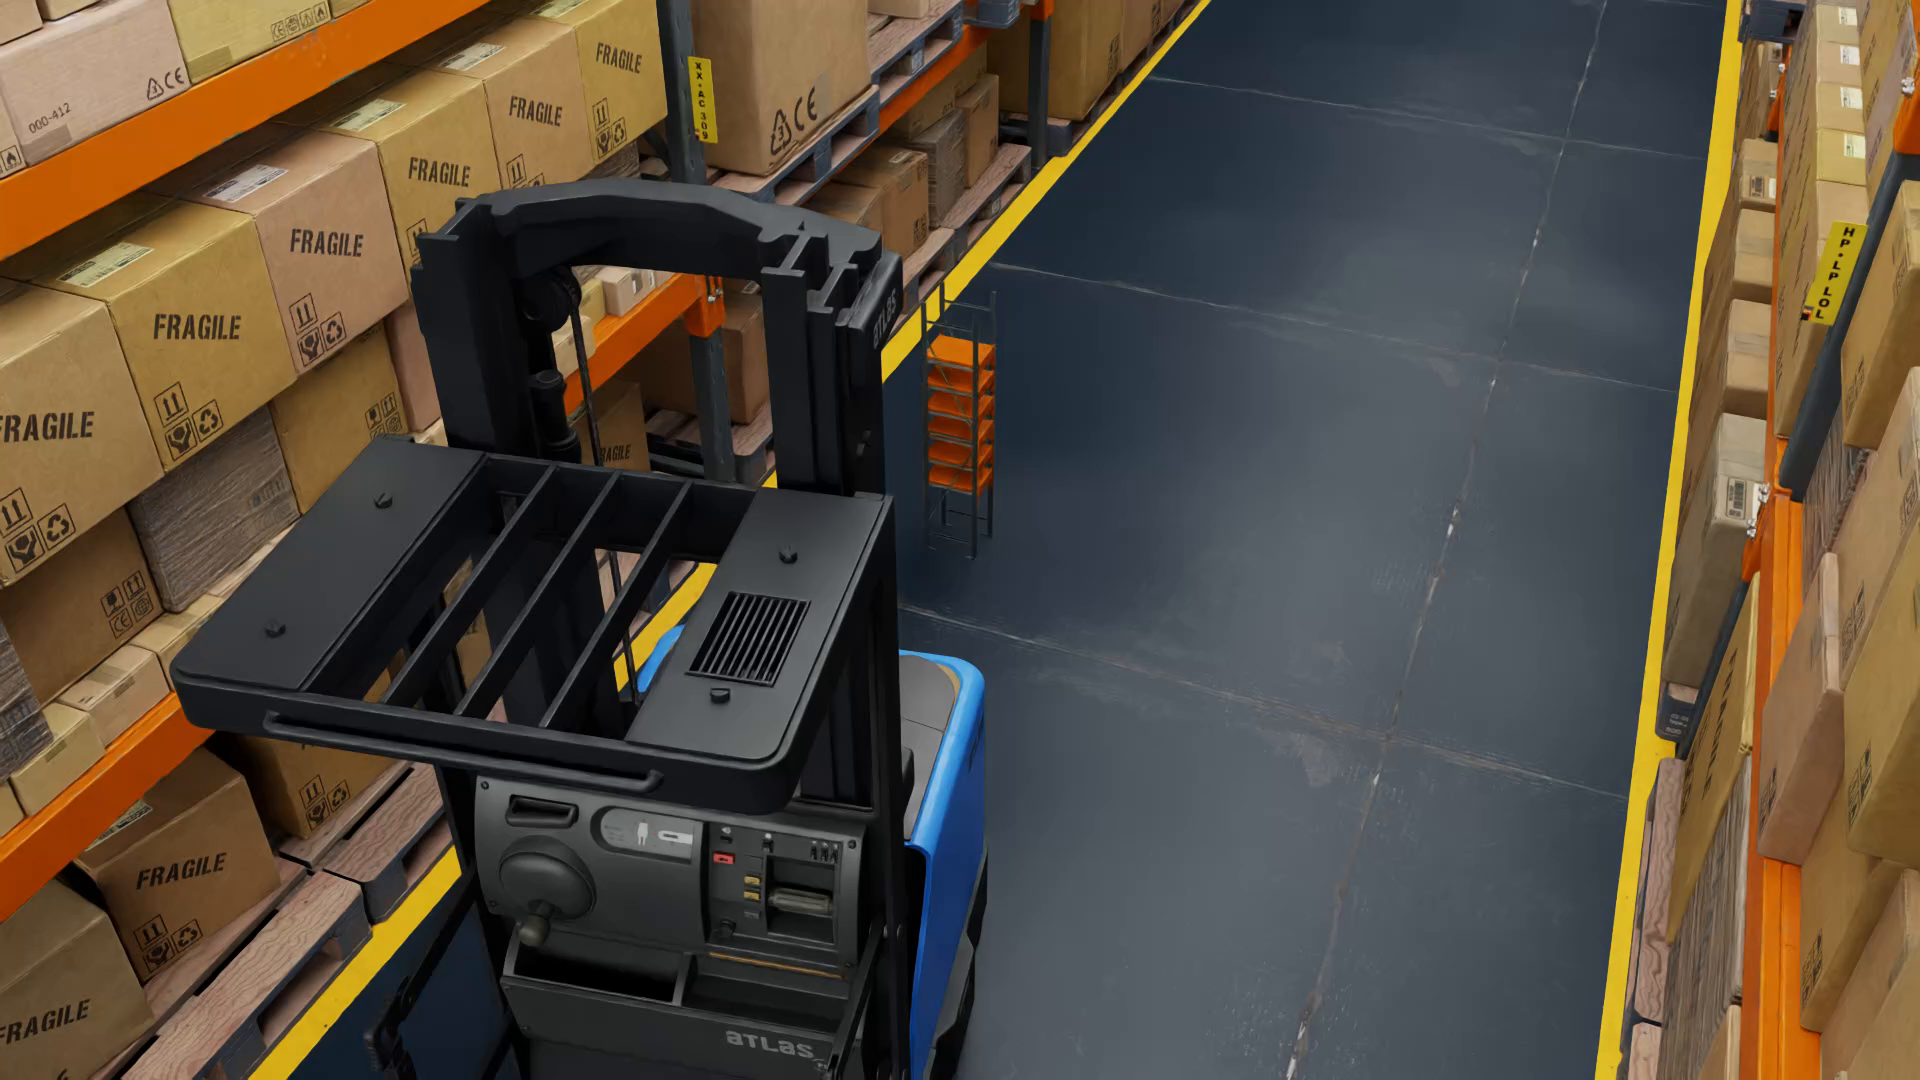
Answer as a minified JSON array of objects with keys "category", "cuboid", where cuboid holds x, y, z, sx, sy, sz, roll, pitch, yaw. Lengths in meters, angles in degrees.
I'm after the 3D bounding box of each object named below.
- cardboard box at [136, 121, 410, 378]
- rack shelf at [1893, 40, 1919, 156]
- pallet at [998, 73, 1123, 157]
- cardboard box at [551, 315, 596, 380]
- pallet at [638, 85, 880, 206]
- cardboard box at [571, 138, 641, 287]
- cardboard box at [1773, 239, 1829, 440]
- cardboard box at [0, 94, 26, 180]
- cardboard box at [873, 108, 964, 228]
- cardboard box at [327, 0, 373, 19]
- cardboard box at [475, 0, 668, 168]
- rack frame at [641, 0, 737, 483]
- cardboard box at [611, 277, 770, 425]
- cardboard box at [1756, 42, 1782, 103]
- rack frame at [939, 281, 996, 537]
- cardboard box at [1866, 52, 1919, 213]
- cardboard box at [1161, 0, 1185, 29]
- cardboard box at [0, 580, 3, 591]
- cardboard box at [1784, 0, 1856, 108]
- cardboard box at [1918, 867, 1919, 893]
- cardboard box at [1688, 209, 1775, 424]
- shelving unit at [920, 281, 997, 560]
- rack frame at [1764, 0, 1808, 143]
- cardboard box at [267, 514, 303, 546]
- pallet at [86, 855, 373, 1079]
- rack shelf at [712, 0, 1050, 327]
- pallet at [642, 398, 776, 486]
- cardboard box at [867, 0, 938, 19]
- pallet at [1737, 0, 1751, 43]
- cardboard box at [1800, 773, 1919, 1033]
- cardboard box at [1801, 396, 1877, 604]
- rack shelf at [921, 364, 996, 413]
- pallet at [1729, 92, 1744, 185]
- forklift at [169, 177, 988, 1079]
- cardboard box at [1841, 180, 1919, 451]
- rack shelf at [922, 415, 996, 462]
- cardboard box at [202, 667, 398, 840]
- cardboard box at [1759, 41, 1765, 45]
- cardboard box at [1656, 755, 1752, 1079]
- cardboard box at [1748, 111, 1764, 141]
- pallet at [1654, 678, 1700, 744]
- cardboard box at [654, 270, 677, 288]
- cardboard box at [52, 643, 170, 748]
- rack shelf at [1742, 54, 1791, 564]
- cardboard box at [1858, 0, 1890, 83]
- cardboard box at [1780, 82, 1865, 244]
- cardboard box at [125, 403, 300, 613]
[{"category":"cardboard box","cuboid":[-1.960,-0.836,4.696,0.500,0.500,0.500,14,39,18]},{"category":"rack shelf","cuboid":[2.318,-0.038,2.891,1.077,0.370,4.000,14,39,18]},{"category":"pallet","cuboid":[0.422,-2.935,11.001,1.003,0.211,1.213,14,39,18]},{"category":"cardboard box","cuboid":[-1.527,-0.707,5.900,0.380,0.149,0.250,14,39,18]},{"category":"pallet","cuboid":[-1.045,-1.731,7.221,1.003,0.211,1.213,14,39,18]},{"category":"cardboard box","cuboid":[-1.698,-1.342,6.208,0.875,0.500,0.500,14,39,18]},{"category":"cardboard box","cuboid":[3.030,-0.622,5.494,0.500,0.500,0.500,14,39,17]},{"category":"cardboard box","cuboid":[-2.379,-0.840,3.488,0.500,0.250,0.500,13,39,17]},{"category":"cardboard box","cuboid":[-0.384,-2.122,9.304,0.700,0.500,0.500,11,38,14]},{"category":"cardboard box","cuboid":[-1.799,-1.678,4.609,0.500,0.250,0.500,14,39,17]},{"category":"cardboard box","cuboid":[-1.387,-1.666,5.806,0.500,0.500,0.500,14,39,18]},{"category":"rack frame","cuboid":[-1.470,-1.418,6.642,1.000,3.000,0.127,14,39,18]},{"category":"cardboard box","cuboid":[-1.216,-0.928,7.707,0.700,0.500,0.500,11,38,14]},{"category":"cardboard box","cuboid":[4.800,-2.635,9.380,0.500,0.250,0.500,14,39,18]},{"category":"rack frame","cuboid":[0.029,-0.523,6.948,0.240,1.200,0.006,14,39,18]},{"category":"cardboard box","cuboid":[3.456,-1.234,5.477,0.700,0.500,0.500,13,39,17]},{"category":"cardboard box","cuboid":[1.010,-4.311,11.936,1.225,0.875,0.875,13,39,16]},{"category":"cardboard box","cuboid":[-2.531,-0.006,3.585,0.500,0.500,0.500,14,39,18]},{"category":"cardboard box","cuboid":[4.180,-2.300,7.738,0.500,0.500,0.500,14,39,18]},{"category":"cardboard box","cuboid":[2.196,0.688,2.796,0.875,0.550,0.550,14,39,18]},{"category":"cardboard box","cuboid":[3.956,-0.913,7.494,1.050,0.750,0.750,14,39,18]},{"category":"shelving unit","cuboid":[-0.005,-0.473,6.880,0.258,1.200,0.189,14,39,18]},{"category":"rack frame","cuboid":[4.601,-2.447,8.018,1.000,3.000,0.127,14,39,18]},{"category":"cardboard box","cuboid":[-2.003,-0.015,4.974,0.380,0.149,0.250,14,39,18]},{"category":"pallet","cuboid":[-2.621,1.430,5.161,1.003,0.211,1.213,14,39,18]},{"category":"rack shelf","cuboid":[-0.709,-2.237,8.339,1.077,0.370,4.000,14,39,18]},{"category":"pallet","cuboid":[-1.175,-0.733,8.054,1.003,0.211,1.213,14,39,18]},{"category":"cardboard box","cuboid":[-0.333,-2.762,8.202,0.396,0.266,0.258,13,39,16]},{"category":"pallet","cuboid":[6.345,-3.925,12.324,1.003,0.211,1.213,14,39,18]},{"category":"cardboard box","cuboid":[2.338,0.813,3.532,0.875,0.550,0.500,14,39,18]},{"category":"cardboard box","cuboid":[2.949,-0.085,4.734,0.875,0.550,0.550,14,39,18]},{"category":"rack shelf","cuboid":[-0.005,-0.629,6.763,0.258,0.103,0.180,14,39,18]},{"category":"pallet","cuboid":[5.365,-2.436,10.332,1.003,0.211,1.213,14,39,18]},{"category":"forklift","cuboid":[-0.720,0.848,3.667,1.130,2.935,3.031,7,37,10]},{"category":"cardboard box","cuboid":[2.906,-0.529,4.424,0.875,0.550,0.550,14,39,18]},{"category":"rack shelf","cuboid":[-0.005,-0.437,6.907,0.258,0.103,0.180,14,39,18]},{"category":"cardboard box","cuboid":[-2.287,0.606,5.670,0.500,0.500,0.500,18,40,22]},{"category":"cardboard box","cuboid":[5.209,-2.894,10.353,0.500,0.500,0.500,15,39,19]},{"category":"cardboard box","cuboid":[2.435,1.283,4.452,0.875,0.875,0.875,14,39,18]},{"category":"cardboard box","cuboid":[4.609,-2.038,9.208,0.500,0.500,0.500,14,39,18]},{"category":"pallet","cuboid":[3.302,0.440,6.485,1.003,0.211,1.213,14,39,18]},{"category":"cardboard box","cuboid":[-1.280,-1.132,6.468,0.380,0.149,0.250,14,39,18]},{"category":"cardboard box","cuboid":[-2.365,0.381,4.444,0.380,0.149,0.250,14,39,18]},{"category":"rack shelf","cuboid":[3.840,-1.052,6.752,1.077,0.370,4.000,14,39,18]},{"category":"cardboard box","cuboid":[4.036,-2.076,6.604,0.700,0.500,0.500,13,39,17]},{"category":"cardboard box","cuboid":[3.605,-1.463,6.619,0.500,0.500,0.500,13,39,17]},{"category":"cardboard box","cuboid":[-2.448,-0.232,4.723,0.875,0.500,0.500,14,39,18]}]
